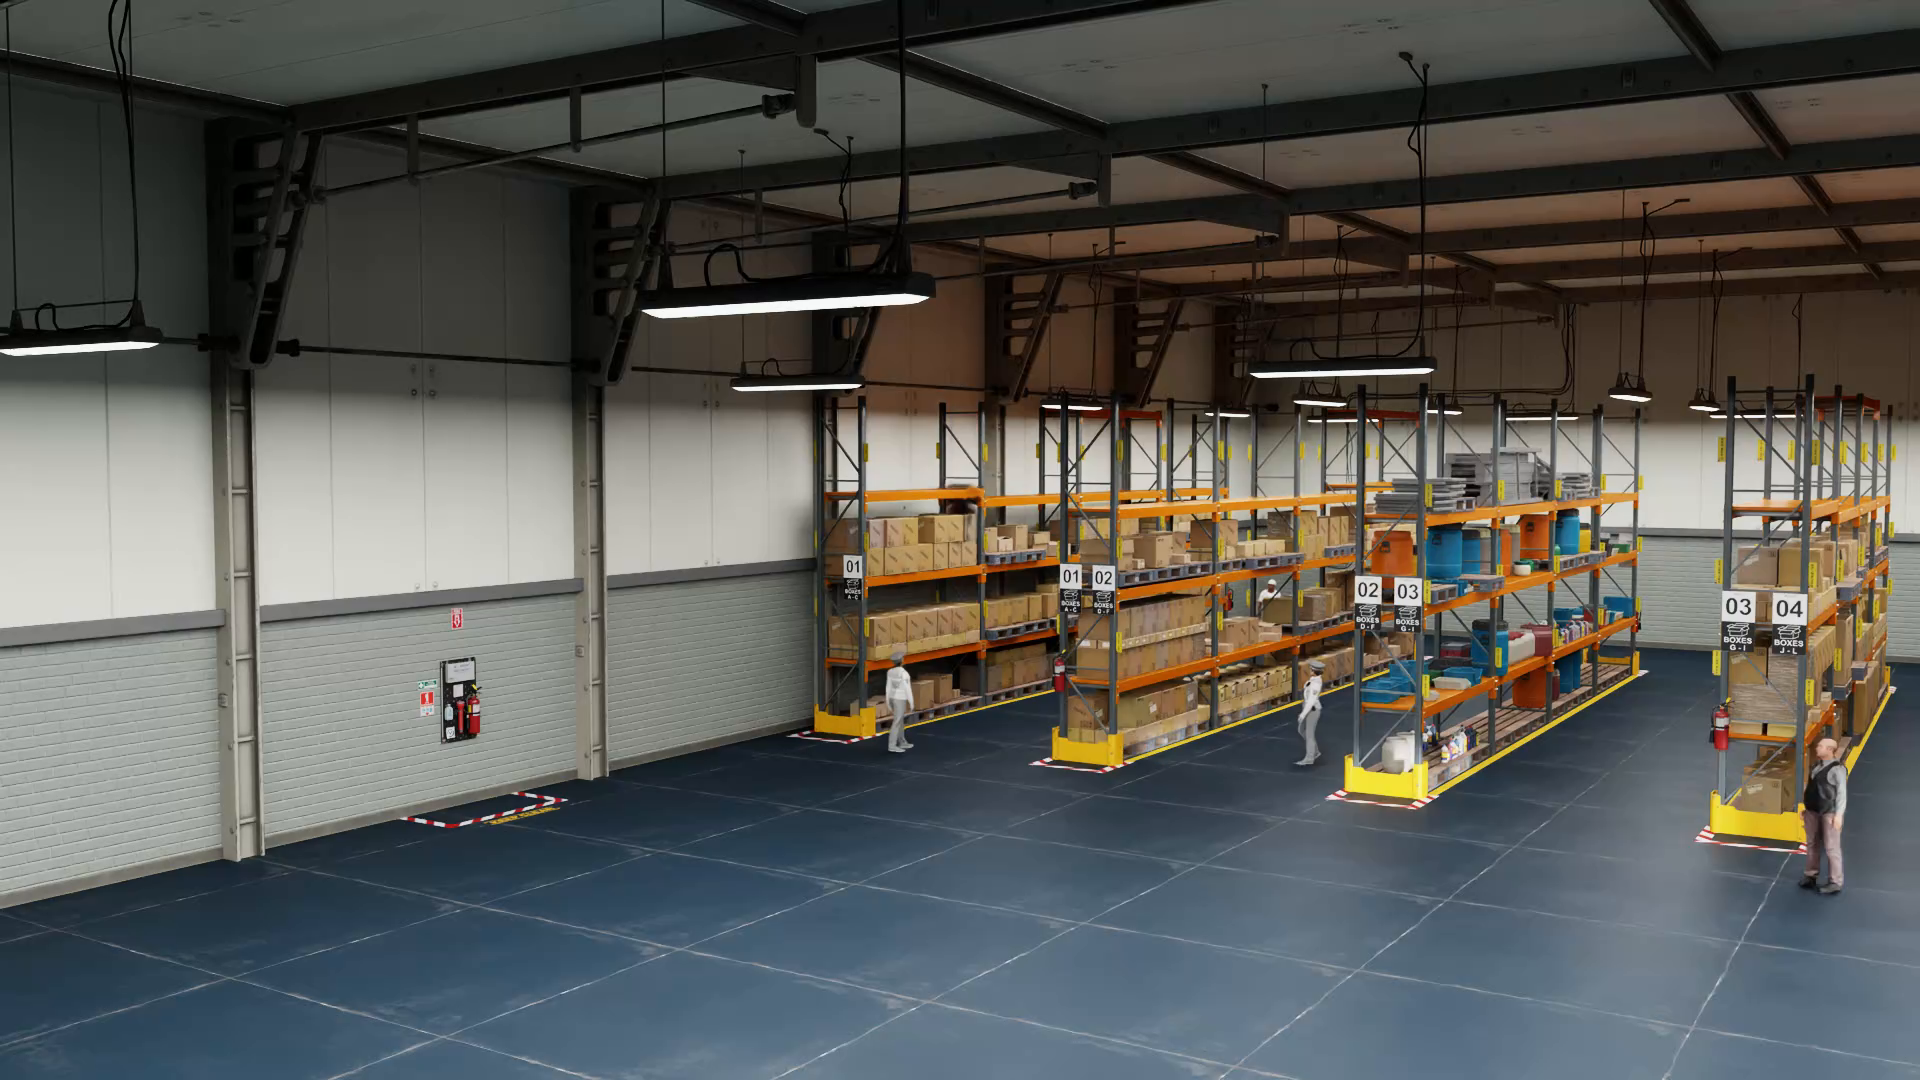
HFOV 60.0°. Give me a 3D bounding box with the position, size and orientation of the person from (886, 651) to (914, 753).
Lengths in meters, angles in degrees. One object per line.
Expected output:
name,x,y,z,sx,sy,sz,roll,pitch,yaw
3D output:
person,-0.960,2.700,27.910,0.584,1.684,0.556,-2,3,-27

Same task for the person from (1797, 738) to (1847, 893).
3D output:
person,9.883,3.136,19.043,0.403,1.722,0.583,-1,3,-20

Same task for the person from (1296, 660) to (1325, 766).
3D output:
person,5.610,2.772,26.715,0.449,1.695,0.566,0,3,0

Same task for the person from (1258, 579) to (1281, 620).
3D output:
person,7.964,1.876,42.737,0.585,1.754,0.646,0,3,-3
